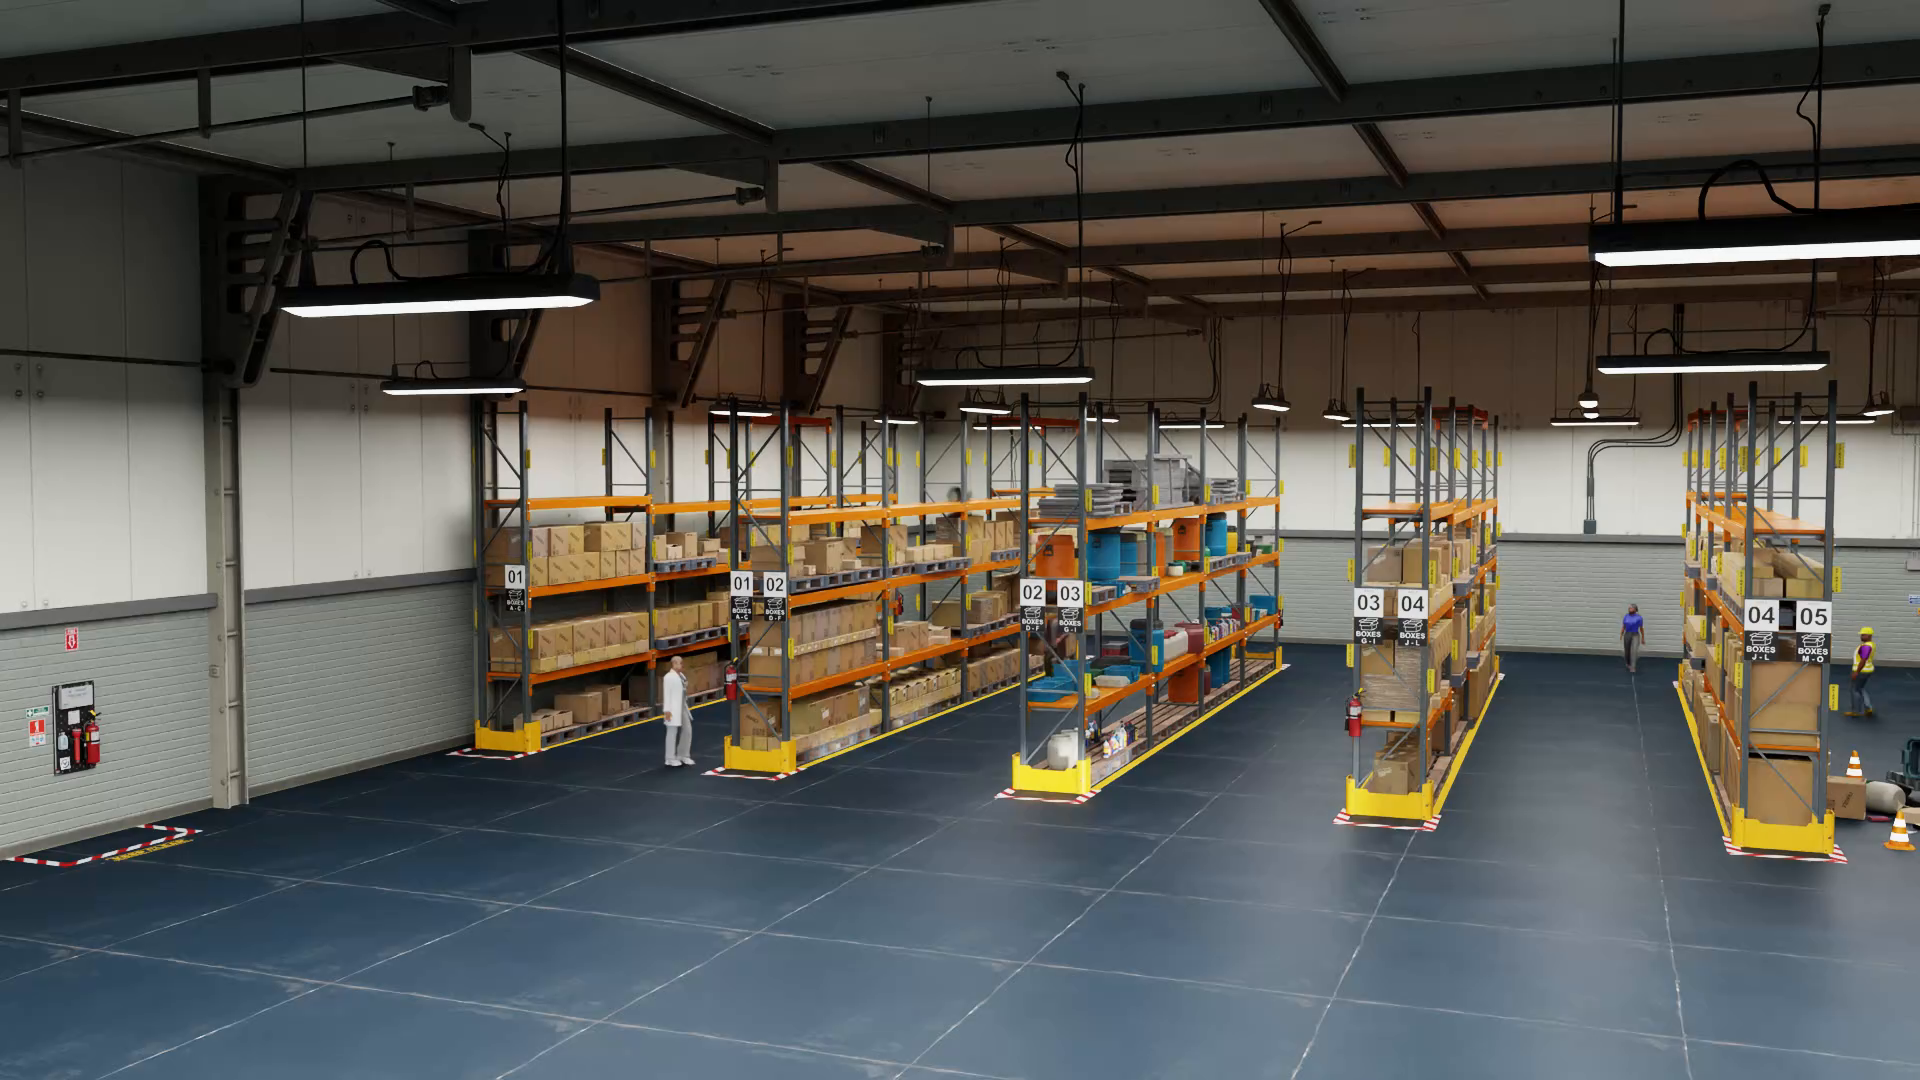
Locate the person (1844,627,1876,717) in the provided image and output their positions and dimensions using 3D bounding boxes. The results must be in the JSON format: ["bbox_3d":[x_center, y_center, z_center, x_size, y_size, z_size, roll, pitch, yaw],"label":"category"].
[{"bbox_3d":[17.501,2.585,32.331,0.625,1.796,0.559,-2,3,-34],"label":"person"}]

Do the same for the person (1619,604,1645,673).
[{"bbox_3d":[15.791,2.296,39.044,0.550,1.612,0.928,1,3,28],"label":"person"}]

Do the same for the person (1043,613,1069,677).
[{"bbox_3d":[2.131,2.381,36.900,0.647,1.808,0.940,1,3,22],"label":"person"}]

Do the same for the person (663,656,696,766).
[{"bbox_3d":[-4.616,2.808,27.177,0.429,1.819,0.645,1,3,23],"label":"person"}]

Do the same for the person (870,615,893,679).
[{"bbox_3d":[-1.683,2.433,35.816,0.552,1.638,0.987,1,3,21],"label":"person"}]
